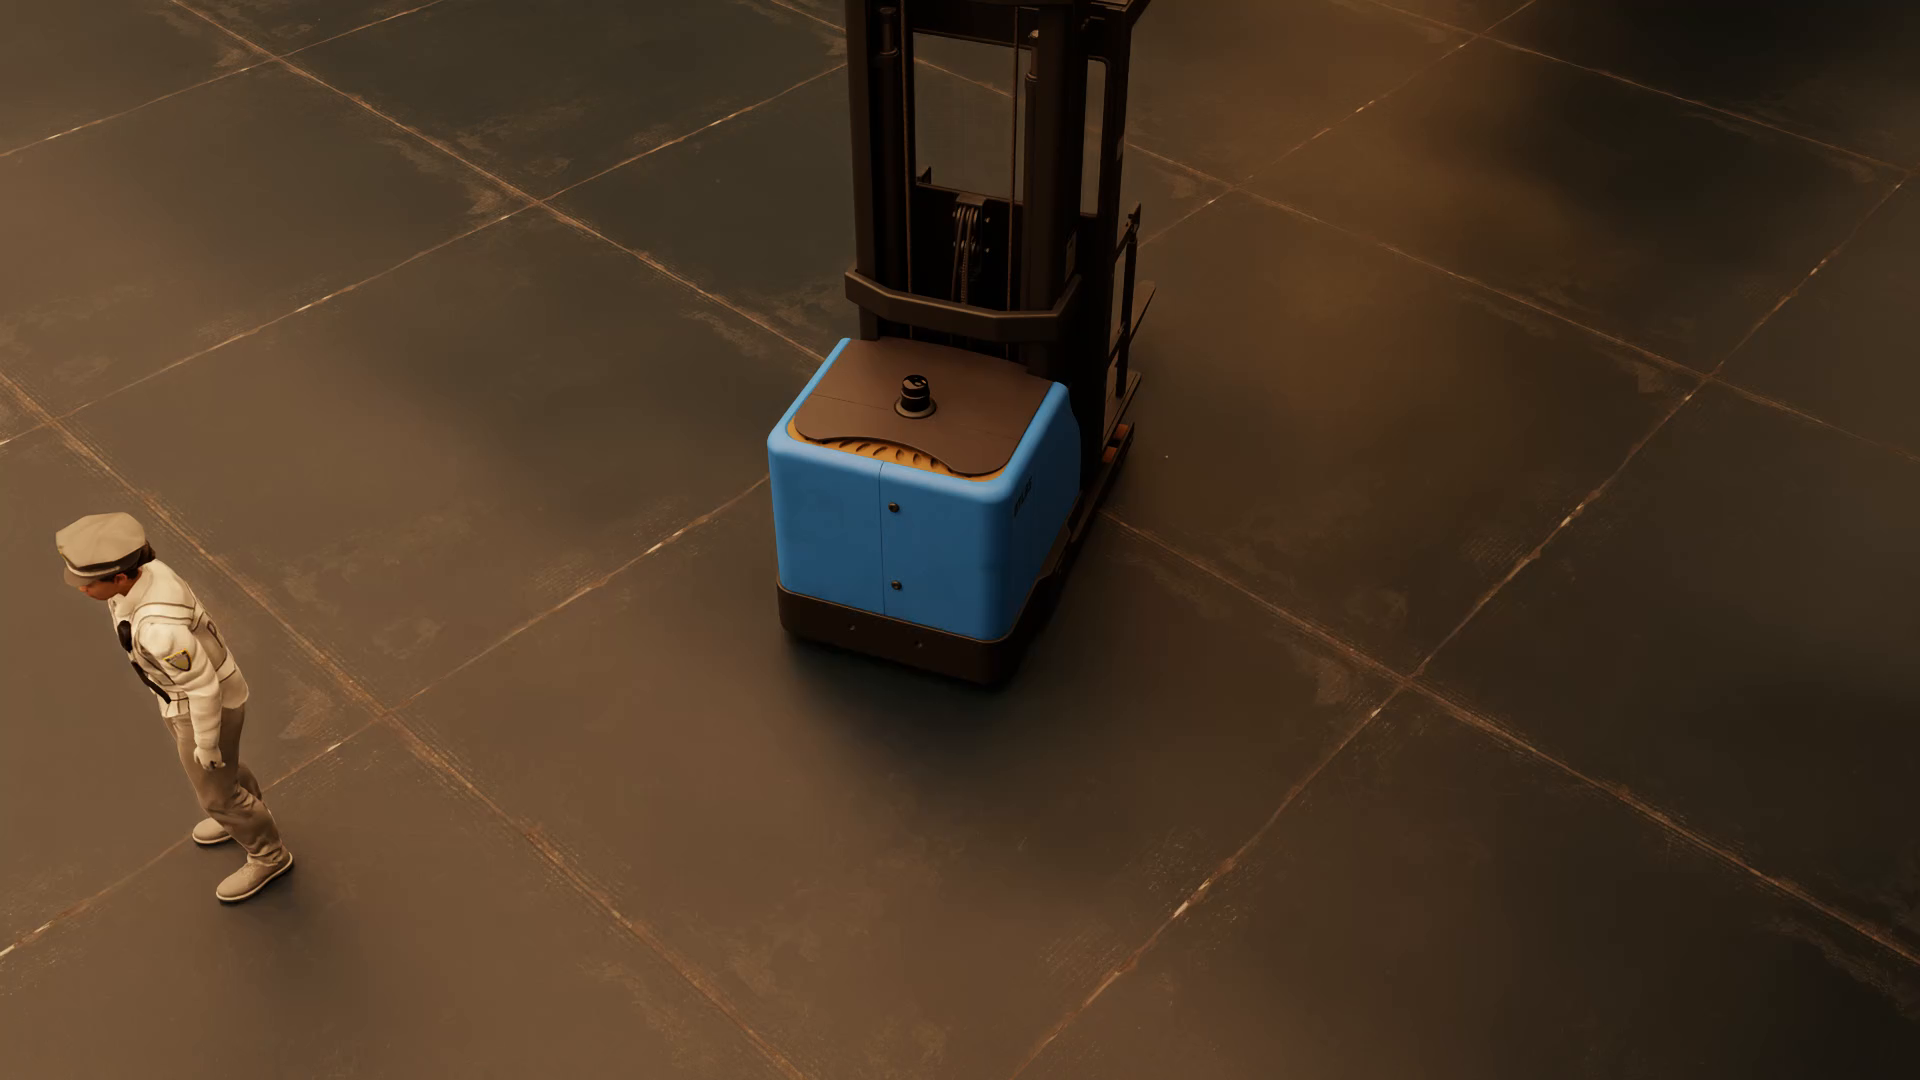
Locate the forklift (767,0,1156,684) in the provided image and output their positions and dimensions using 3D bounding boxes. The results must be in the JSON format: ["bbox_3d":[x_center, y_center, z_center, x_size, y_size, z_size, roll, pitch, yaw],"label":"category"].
[{"bbox_3d":[0.211,-1.484,7.158,1.130,2.935,3.031,14,42,15],"label":"forklift"}]

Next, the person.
[{"bbox_3d":[-2.657,0.569,5.741,0.374,1.661,0.535,-25,47,-27],"label":"person"}]
